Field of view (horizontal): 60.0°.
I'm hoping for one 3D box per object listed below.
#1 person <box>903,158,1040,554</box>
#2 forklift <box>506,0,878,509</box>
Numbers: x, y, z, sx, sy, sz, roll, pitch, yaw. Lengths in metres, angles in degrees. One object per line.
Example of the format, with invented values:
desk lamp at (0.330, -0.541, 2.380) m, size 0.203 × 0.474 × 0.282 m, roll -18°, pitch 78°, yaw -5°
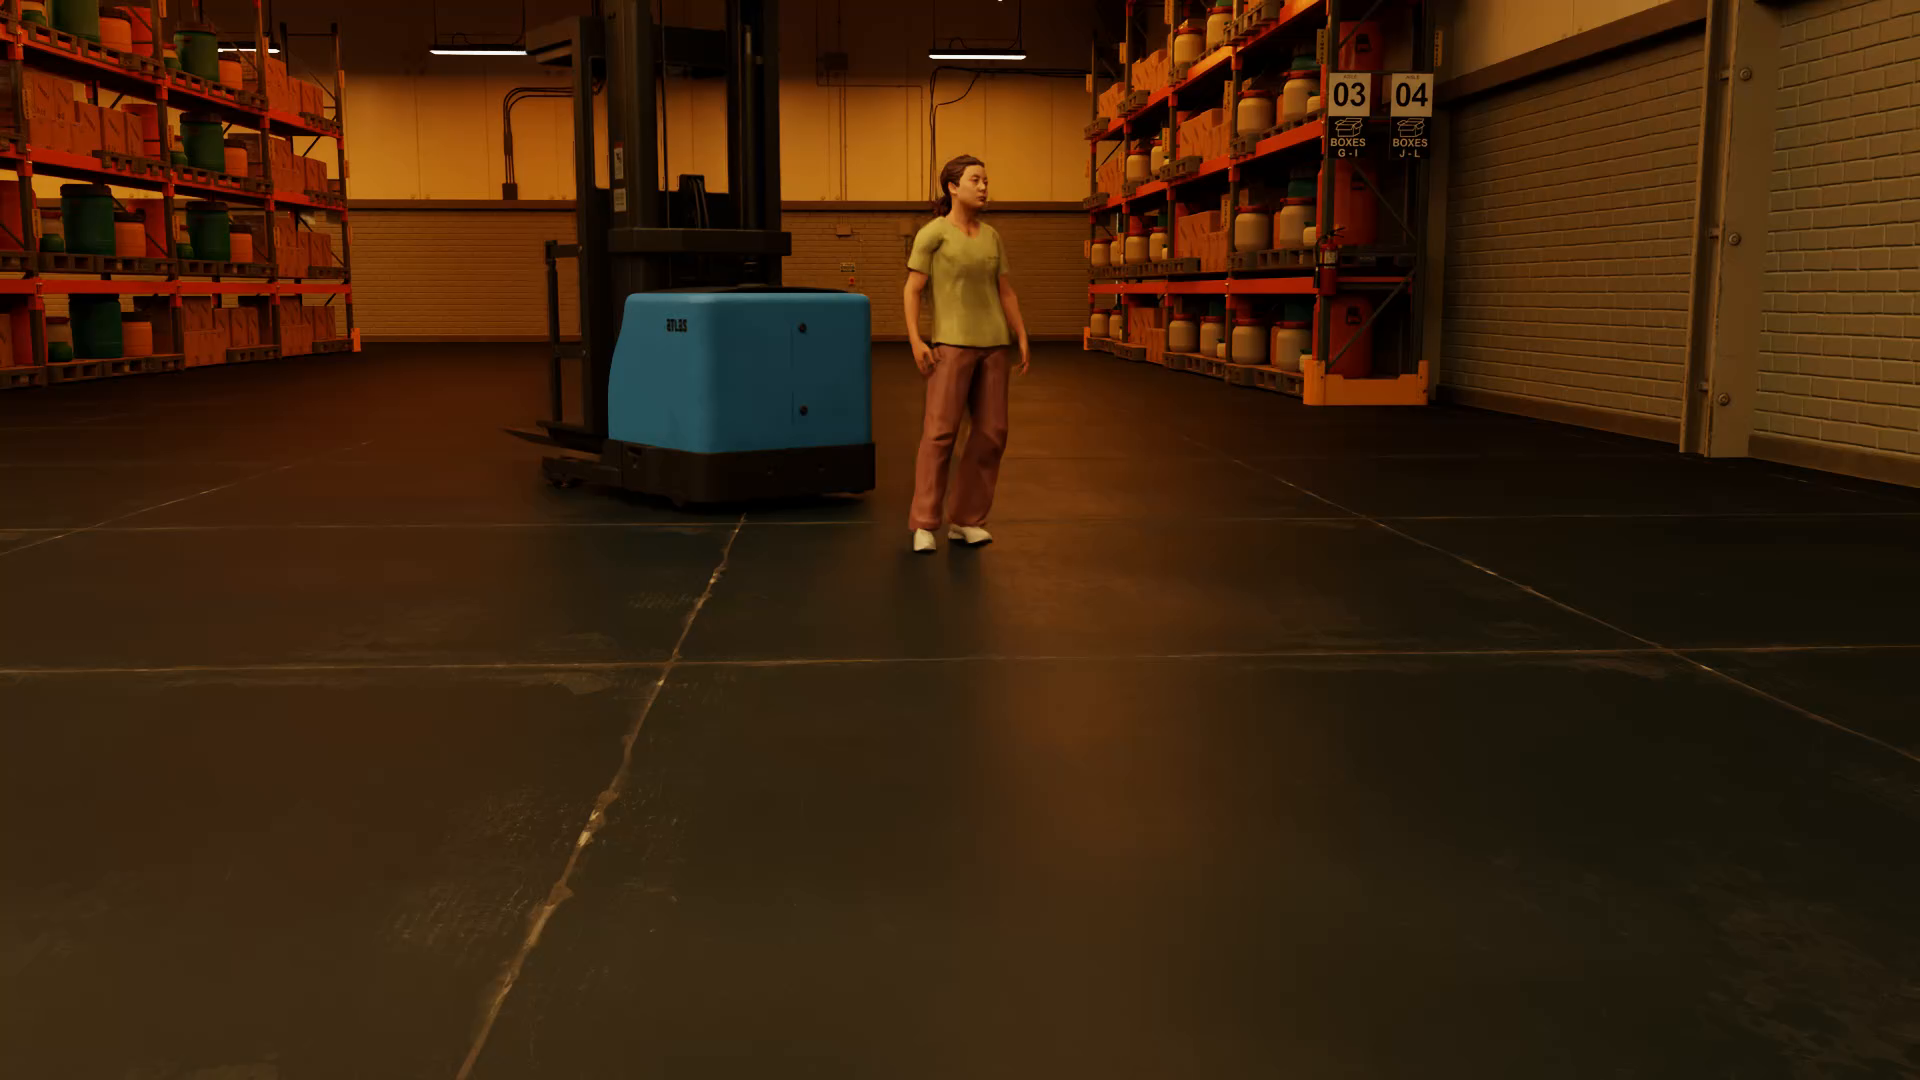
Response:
person at (0.032, -0.793, 7.106) m, size 0.652 × 1.651 × 0.477 m, roll -5°, pitch 10°, yaw -31°
forklift at (-1.699, -1.773, 9.273) m, size 1.130 × 2.935 × 3.031 m, roll -6°, pitch 10°, yaw -36°
